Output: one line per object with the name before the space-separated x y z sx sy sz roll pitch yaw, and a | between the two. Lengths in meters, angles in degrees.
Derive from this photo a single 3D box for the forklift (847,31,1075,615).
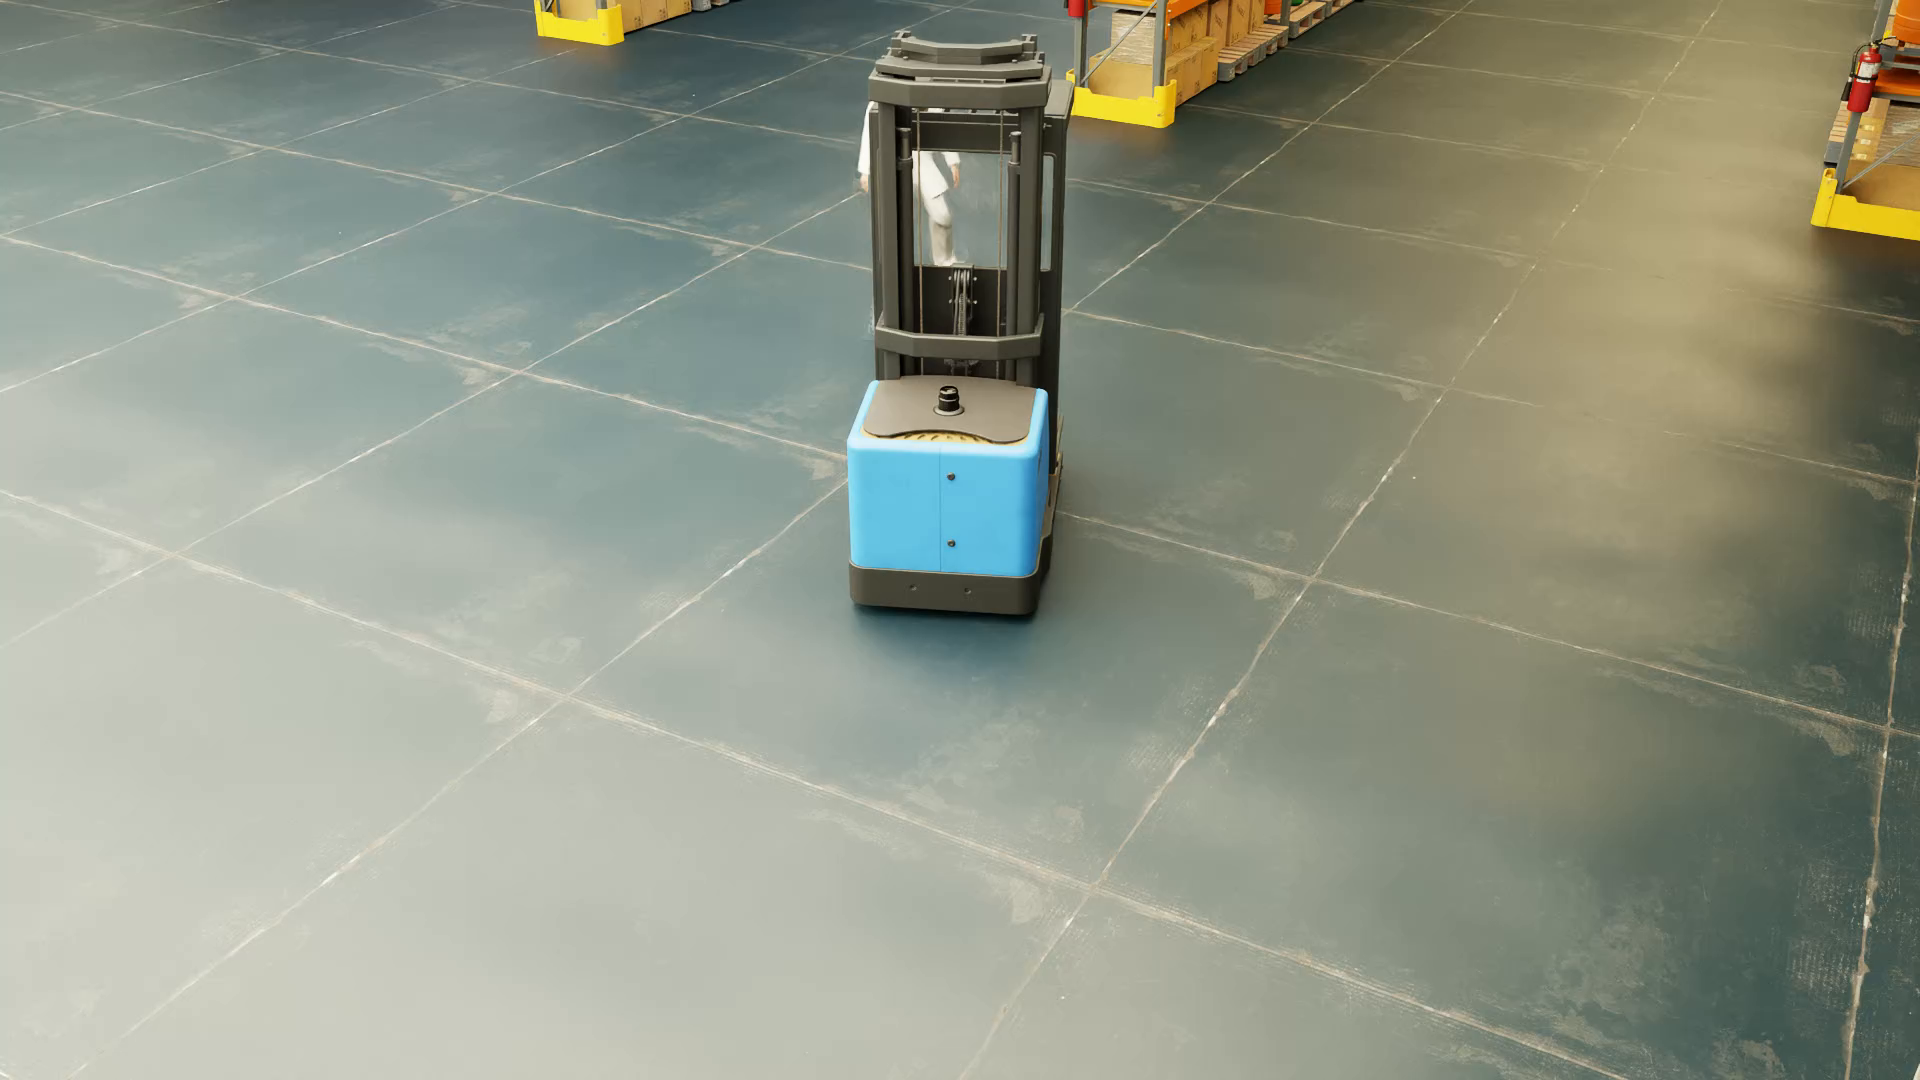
forklift | 0.072 -1.572 9.794 1.130 2.935 3.031 3 30 6

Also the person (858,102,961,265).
person | -0.402 -2.946 13.277 0.817 1.753 0.454 -5 30 -8
